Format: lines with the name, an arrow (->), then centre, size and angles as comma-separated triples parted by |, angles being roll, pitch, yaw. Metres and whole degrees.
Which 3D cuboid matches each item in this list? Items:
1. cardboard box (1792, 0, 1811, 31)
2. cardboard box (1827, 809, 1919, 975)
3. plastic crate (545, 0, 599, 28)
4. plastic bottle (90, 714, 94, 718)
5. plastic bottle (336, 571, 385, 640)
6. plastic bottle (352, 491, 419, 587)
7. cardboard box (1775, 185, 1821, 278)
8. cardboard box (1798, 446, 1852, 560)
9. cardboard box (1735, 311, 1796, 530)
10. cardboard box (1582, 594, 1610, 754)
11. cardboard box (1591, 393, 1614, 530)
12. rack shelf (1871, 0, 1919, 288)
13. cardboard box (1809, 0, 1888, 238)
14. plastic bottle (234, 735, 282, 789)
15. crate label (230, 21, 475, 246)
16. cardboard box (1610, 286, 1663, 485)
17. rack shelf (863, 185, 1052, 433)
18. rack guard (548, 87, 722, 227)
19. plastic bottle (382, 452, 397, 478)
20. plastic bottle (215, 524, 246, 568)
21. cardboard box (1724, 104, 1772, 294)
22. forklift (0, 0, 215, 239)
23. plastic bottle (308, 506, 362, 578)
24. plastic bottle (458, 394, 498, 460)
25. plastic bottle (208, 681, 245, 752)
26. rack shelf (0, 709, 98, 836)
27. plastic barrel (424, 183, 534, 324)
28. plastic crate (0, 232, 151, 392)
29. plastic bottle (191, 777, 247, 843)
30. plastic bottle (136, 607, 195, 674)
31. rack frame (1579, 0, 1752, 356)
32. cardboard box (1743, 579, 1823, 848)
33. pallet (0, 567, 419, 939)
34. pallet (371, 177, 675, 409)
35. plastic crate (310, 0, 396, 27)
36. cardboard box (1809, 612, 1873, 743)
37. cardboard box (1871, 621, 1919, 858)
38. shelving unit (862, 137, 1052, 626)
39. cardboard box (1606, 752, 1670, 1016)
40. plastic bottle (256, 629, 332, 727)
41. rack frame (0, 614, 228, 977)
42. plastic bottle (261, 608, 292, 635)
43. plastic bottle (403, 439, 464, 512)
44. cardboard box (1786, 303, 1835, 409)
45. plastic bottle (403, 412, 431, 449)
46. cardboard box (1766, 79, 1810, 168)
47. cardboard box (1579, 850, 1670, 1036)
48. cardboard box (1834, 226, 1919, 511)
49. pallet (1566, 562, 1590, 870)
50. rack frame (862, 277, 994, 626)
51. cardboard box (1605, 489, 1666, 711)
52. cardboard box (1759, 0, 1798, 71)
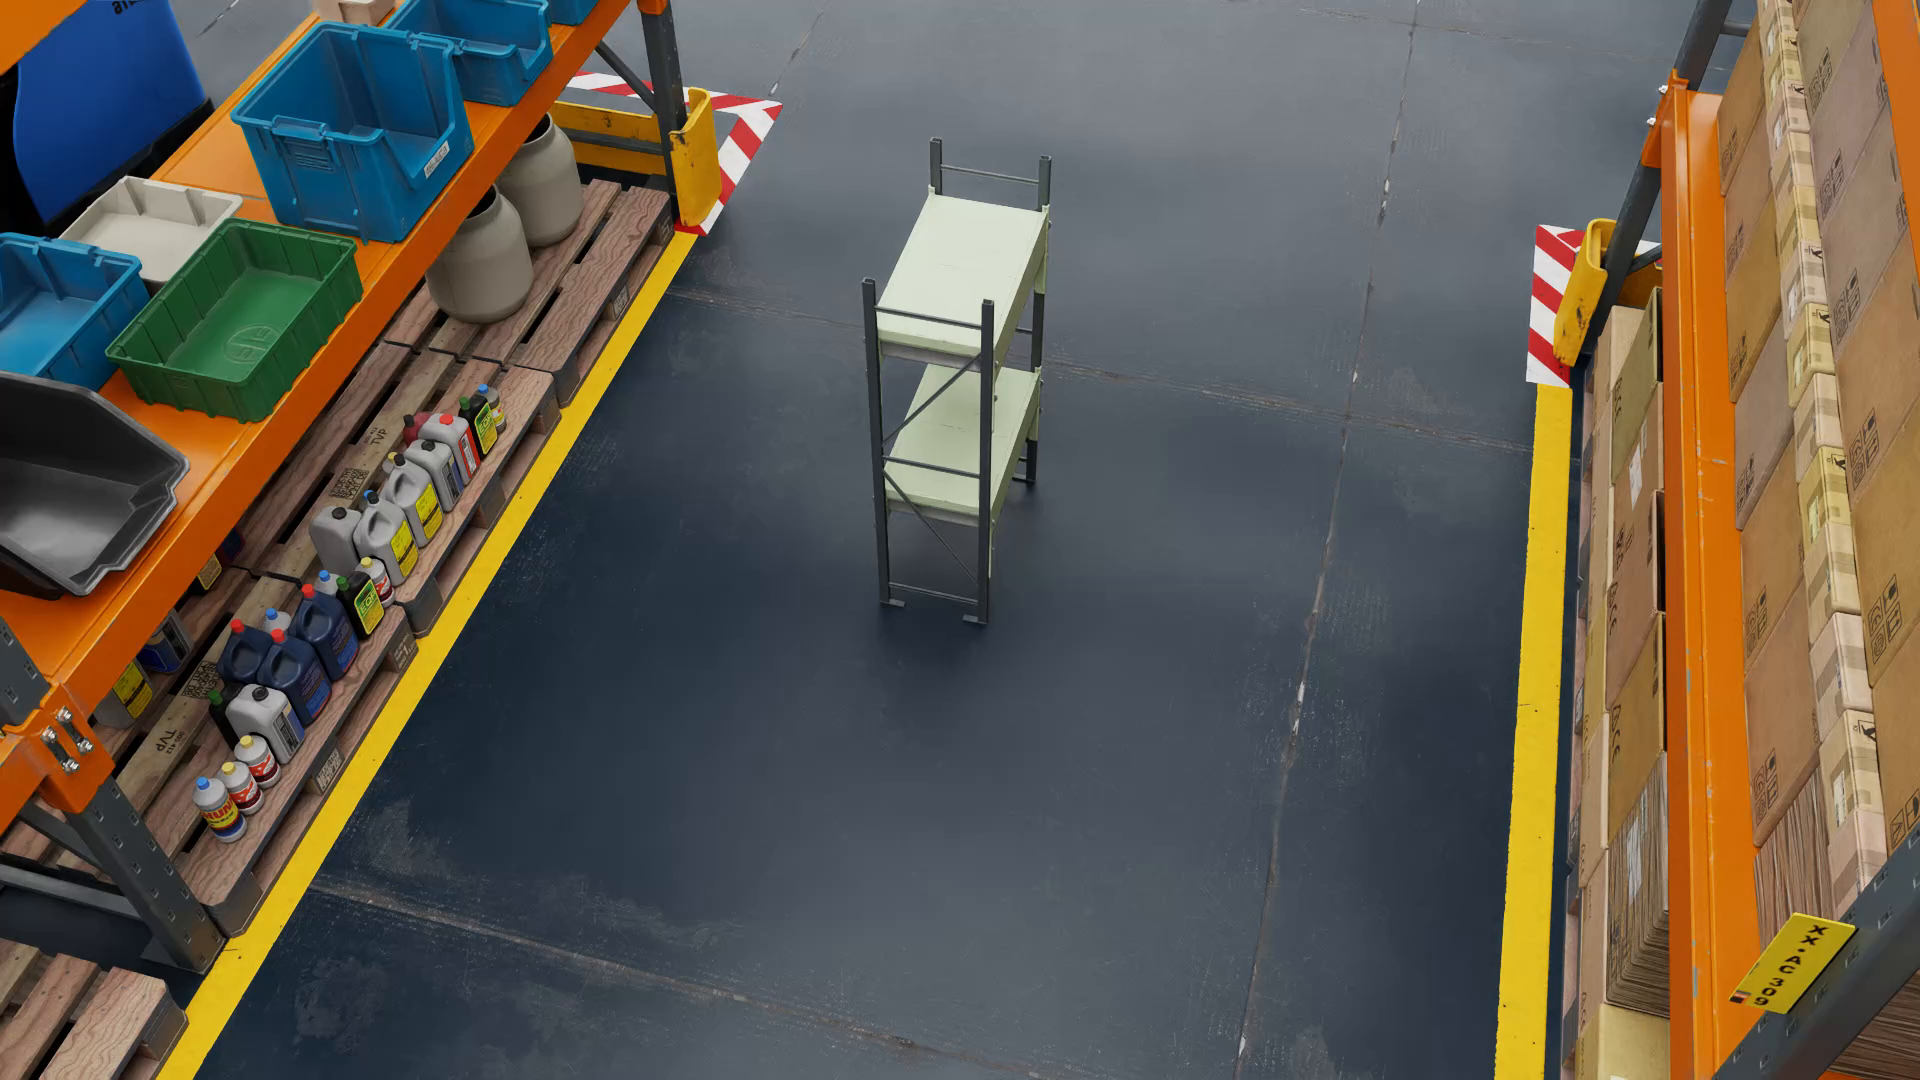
cardboard box -> 2.912, -1.806, 4.911 | 0.700, 0.500, 0.500 | 12, 50, 10
cardboard box -> 1.873, 0.689, 3.142 | 0.380, 0.149, 0.250 | 12, 50, 10
plastic crate -> -1.559, -2.227, 6.314 | 0.499, 0.251, 0.616 | 12, 50, 10
plastic bottle -> -2.878, 0.404, 5.366 | 0.144, 0.351, 0.185 | 10, 49, 9
plastic bottle -> -2.023, 0.199, 5.592 | 0.061, 0.283, 0.133 | 14, 50, 12
plastic bottle -> -1.995, -0.019, 5.740 | 0.144, 0.351, 0.185 | 11, 50, 10
cardboard box -> 2.413, -0.792, 4.449 | 0.380, 0.149, 0.250 | 11, 49, 10
cardboard box -> 2.143, -0.046, 3.791 | 0.380, 0.149, 0.250 | 11, 50, 10
cardboard box -> 2.521, -0.295, 4.443 | 0.700, 0.500, 0.500 | 13, 50, 11
cardboard box -> 2.309, 0.482, 5.377 | 0.500, 0.250, 0.500 | 12, 50, 10
cardboard box -> 2.578, -0.240, 6.015 | 0.500, 0.250, 0.500 | 12, 50, 10
rack shelf -> 2.535, -1.025, 3.633 | 1.077, 0.370, 4.000 | 12, 50, 10
cardboard box -> 2.647, -1.060, 4.253 | 0.700, 0.500, 0.500 | 12, 50, 10
plastic bottle -> -2.209, 0.685, 5.218 | 0.097, 0.201, 0.097 | 0, 49, 0
crate label -> -1.940, -1.324, 5.395 | 0.502, 0.435, 0.616 | 12, 50, 10
cardboard box -> 2.576, -0.488, 5.734 | 0.500, 0.500, 0.500 | 12, 50, 10
rack shelf -> 0.002, -0.759, 5.399 | 0.431, 0.370, 0.720 | 12, 50, 10
rack guard -> -1.691, -1.806, 7.510 | 1.175, 0.500, 0.348 | 12, 50, 10
plastic bottle -> -2.031, -0.236, 6.031 | 0.097, 0.201, 0.097 | 0, 49, 0
plastic bottle -> -2.593, -0.042, 5.805 | 0.061, 0.283, 0.133 | 12, 50, 10
cardboard box -> 2.793, -1.034, 5.096 | 0.700, 0.500, 0.500 | 13, 50, 11
forklift -> -4.511, -1.947, 6.014 | 1.130, 2.935, 3.031 | 19, 51, 16
plastic bottle -> -2.144, -0.005, 5.777 | 0.152, 0.276, 0.135 | 12, 50, 10
plastic bottle -> -1.790, -0.441, 6.157 | 0.061, 0.283, 0.133 | 13, 50, 11
plastic bottle -> -2.307, 0.545, 5.286 | 0.061, 0.283, 0.133 | 12, 50, 10
rack shelf -> -3.296, 1.881, 3.069 | 1.077, 0.370, 4.000 | 12, 50, 10
plastic barrel -> -1.948, -1.159, 6.652 | 0.421, 0.512, 0.421 | 0, 49, 0
plastic crate -> -2.740, -0.609, 4.886 | 0.499, 0.251, 0.616 | 12, 50, 10
plastic bottle -> -2.262, 0.809, 5.062 | 0.097, 0.271, 0.097 | 0, 49, 0
plastic bottle -> -2.678, 0.301, 5.507 | 0.152, 0.276, 0.135 | 12, 50, 10
rack frame -> 3.061, -1.717, 5.765 | 1.000, 3.000, 0.127 | 12, 50, 10
cardboard box -> 2.252, 0.438, 3.796 | 0.700, 0.500, 0.500 | 11, 50, 10
pallet -> -2.552, 0.641, 5.543 | 1.003, 0.211, 1.213 | 12, 50, 10
pallet -> -1.910, -1.124, 7.101 | 1.003, 0.211, 1.213 | 12, 50, 10
plastic crate -> -2.262, -2.026, 6.214 | 0.298, 0.136, 0.250 | 12, 50, 10
cardboard box -> 2.007, 0.321, 3.467 | 0.380, 0.149, 0.250 | 10, 49, 9
cardboard box -> 2.119, 0.391, 2.972 | 0.700, 0.500, 0.500 | 12, 50, 10
shelving unit -> 0.002, -0.501, 5.692 | 0.431, 1.500, 0.755 | 12, 50, 10
cardboard box -> 2.063, 0.961, 4.455 | 0.500, 0.500, 0.500 | 12, 50, 10
plastic bottle -> -2.156, 0.425, 5.348 | 0.144, 0.351, 0.185 | 13, 50, 11
rack frame -> -2.769, 0.196, 4.076 | 1.000, 3.000, 0.127 | 12, 50, 10
plastic bottle -> -2.235, 0.322, 5.491 | 0.097, 0.271, 0.097 | 0, 49, 0
plastic bottle -> -1.906, -0.249, 5.993 | 0.152, 0.276, 0.135 | 10, 49, 9
cardboard box -> 2.276, -0.421, 4.122 | 0.380, 0.149, 0.250 | 13, 50, 11
plastic bottle -> -1.972, -0.373, 6.097 | 0.061, 0.283, 0.133 | 12, 50, 10
cardboard box -> 2.548, -1.170, 4.783 | 0.380, 0.149, 0.250 | 11, 49, 9
cardboard box -> 2.061, 1.209, 4.736 | 0.500, 0.250, 0.500 | 12, 50, 10
cardboard box -> 2.384, -0.336, 3.614 | 0.700, 0.500, 0.500 | 12, 50, 10
pallet -> 2.577, 0.647, 5.538 | 1.003, 0.211, 1.213 | 12, 50, 10
rack frame -> -0.095, -0.236, 5.458 | 0.400, 1.500, 0.023 | 12, 50, 10
cardboard box -> 2.308, 0.234, 5.097 | 0.500, 0.500, 0.500 | 12, 50, 10
cardboard box -> 2.683, -1.532, 5.102 | 0.380, 0.149, 0.250 | 10, 49, 9
